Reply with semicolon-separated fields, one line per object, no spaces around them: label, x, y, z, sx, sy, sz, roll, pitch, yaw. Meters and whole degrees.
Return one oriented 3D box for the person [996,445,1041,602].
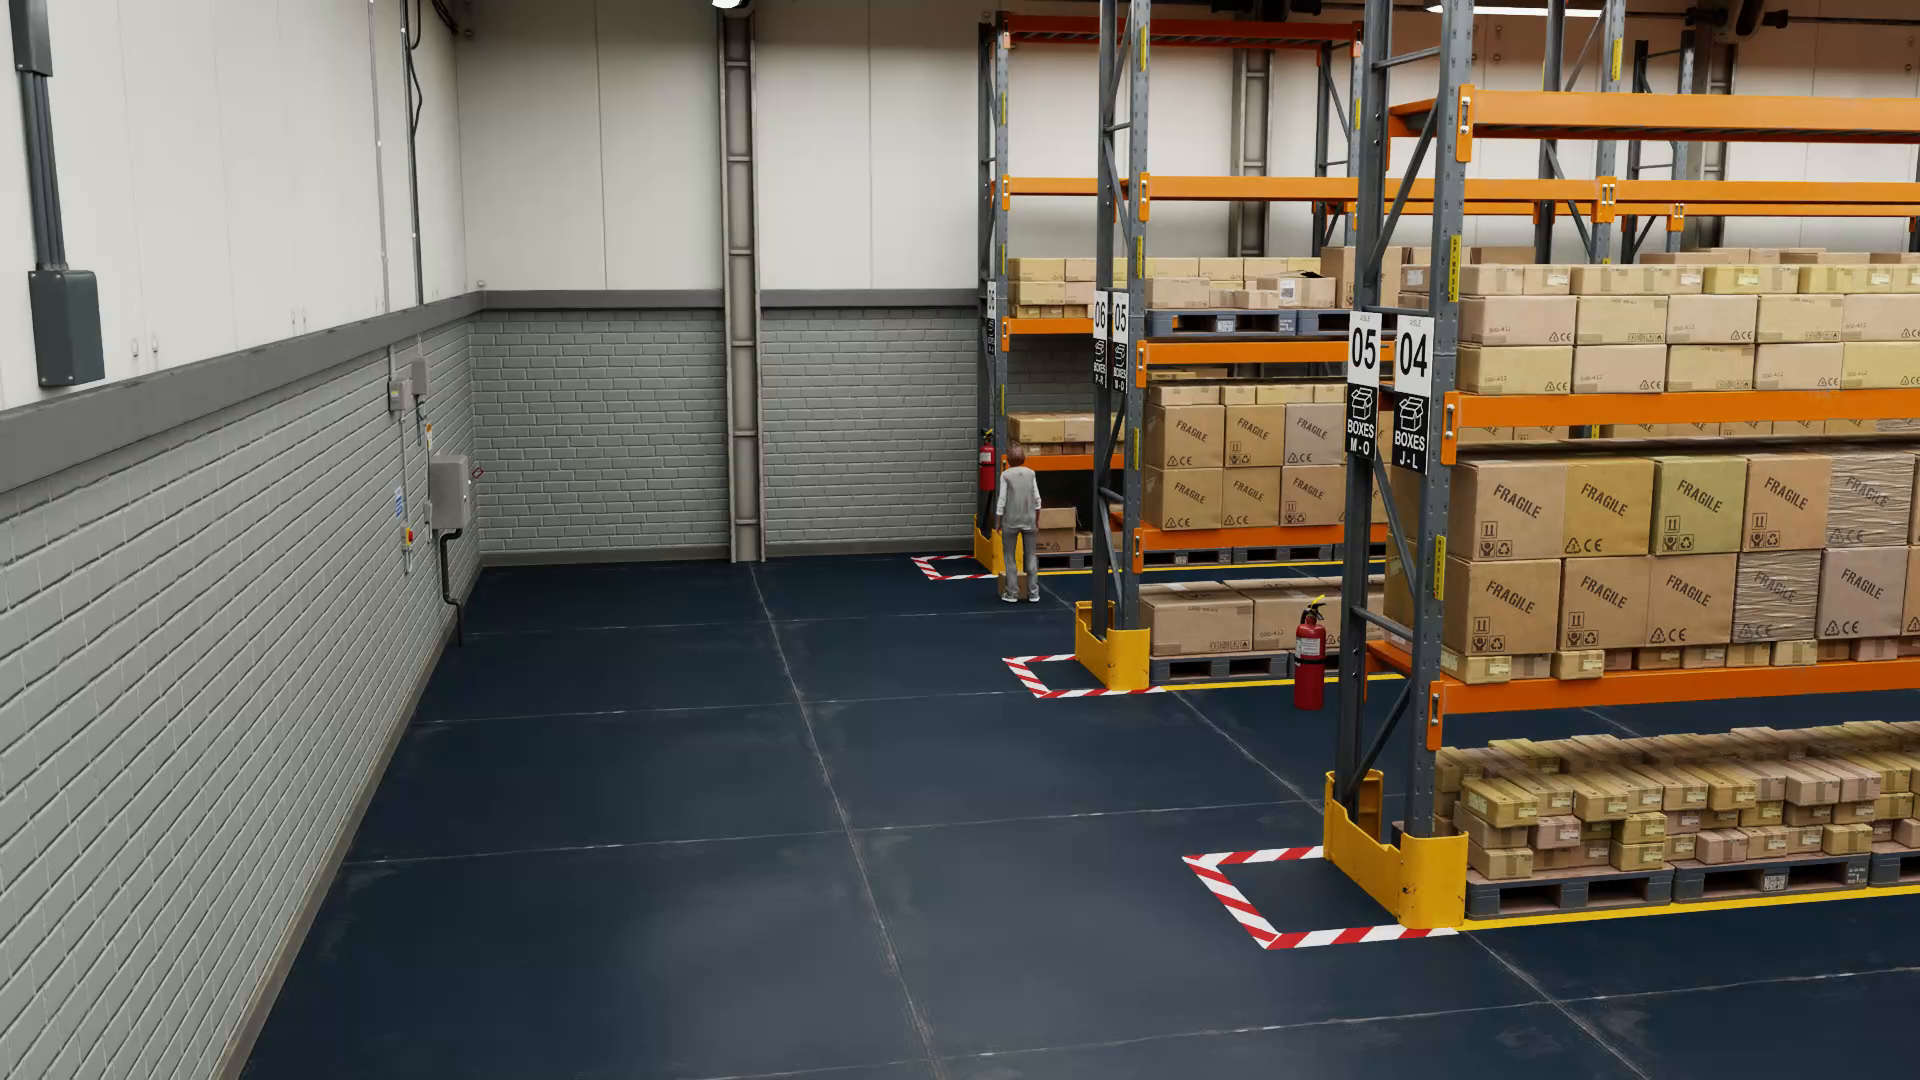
person;0.593;-0.158;16.837;0.485;1.593;0.374;-3;10;-14
